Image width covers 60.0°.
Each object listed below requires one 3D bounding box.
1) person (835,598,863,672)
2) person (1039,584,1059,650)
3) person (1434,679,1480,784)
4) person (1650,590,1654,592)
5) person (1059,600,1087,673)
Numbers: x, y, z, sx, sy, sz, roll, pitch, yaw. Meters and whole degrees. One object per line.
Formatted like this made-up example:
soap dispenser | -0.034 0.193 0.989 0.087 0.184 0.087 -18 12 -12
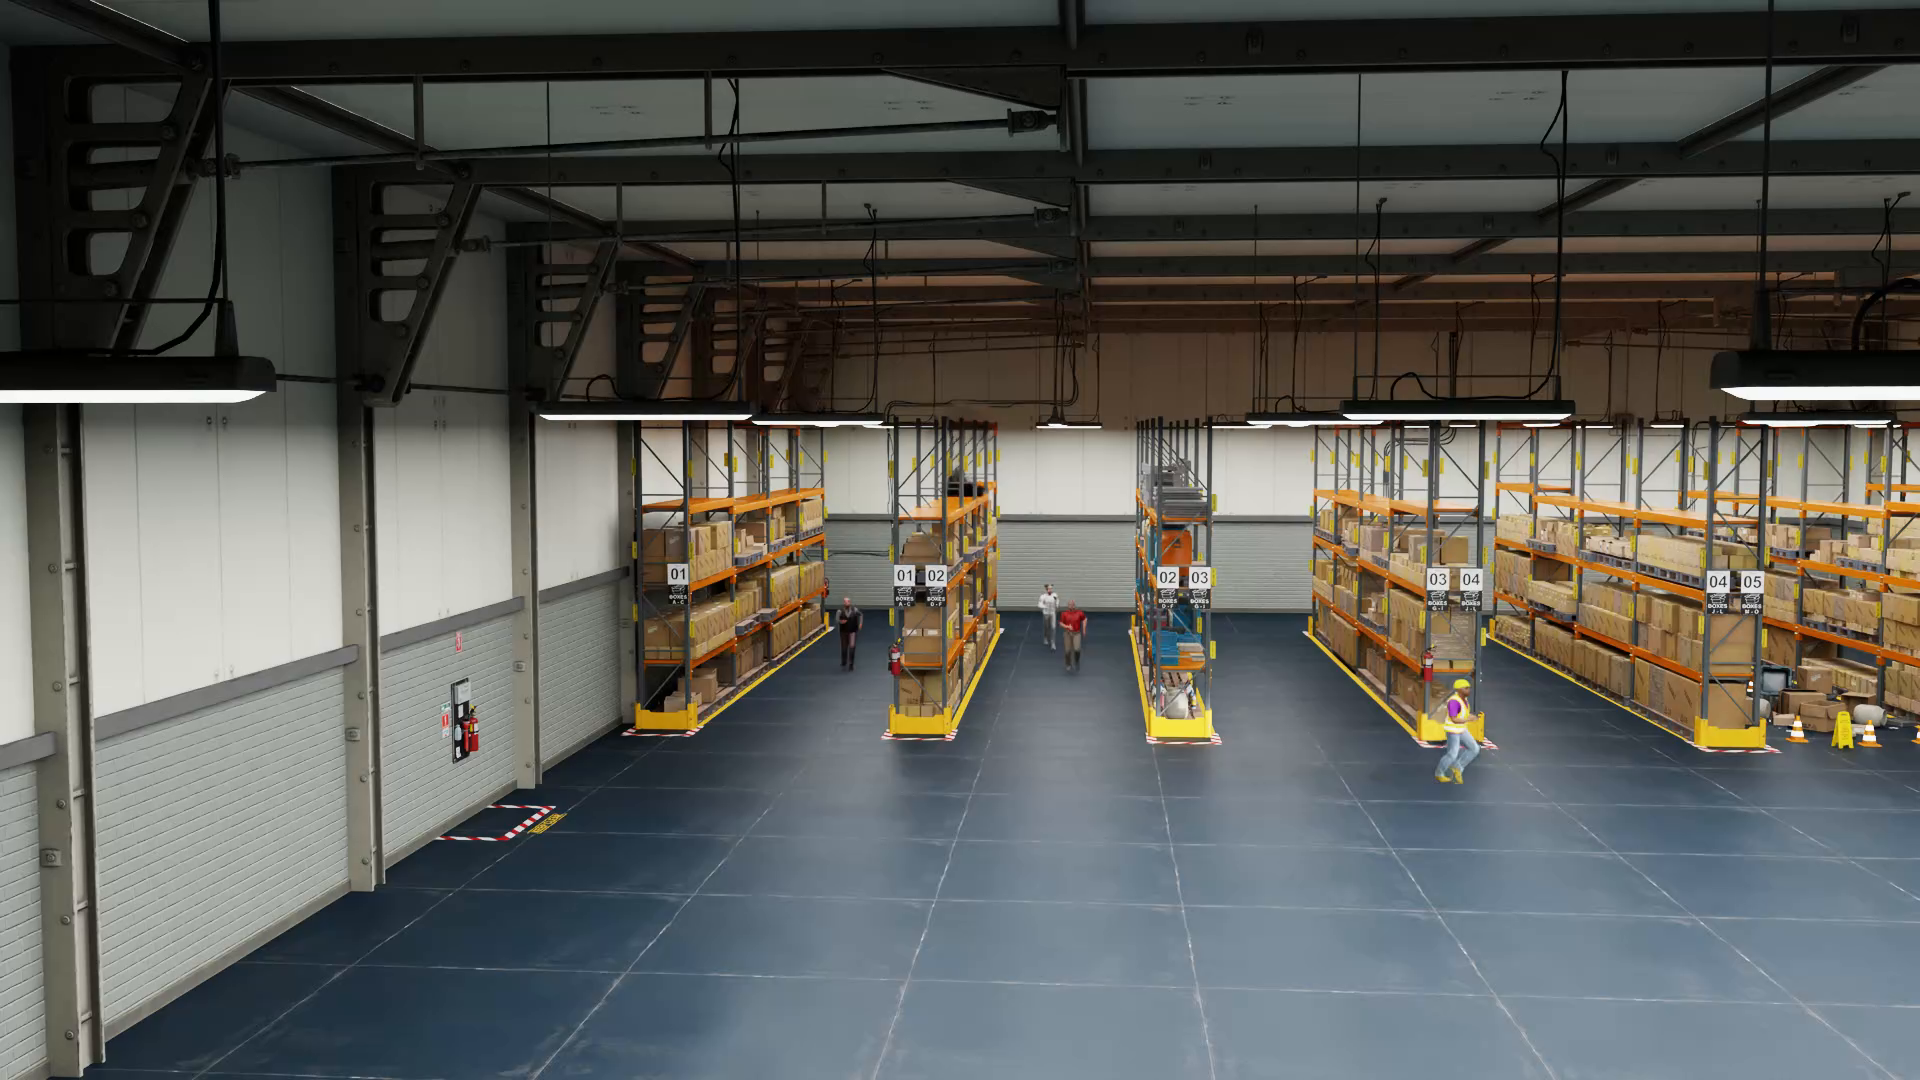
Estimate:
person | -2.675 2.260 39.950 0.662 1.776 0.903 0 4 -1
person | 2.354 1.997 44.078 0.562 1.719 0.857 0 4 -2
person | 8.036 3.085 26.815 0.784 1.720 0.737 3 5 39
person | 17.394 2.128 41.886 0.686 1.720 0.589 0 4 0
person | 2.681 2.300 39.464 0.656 1.736 0.716 0 4 3
